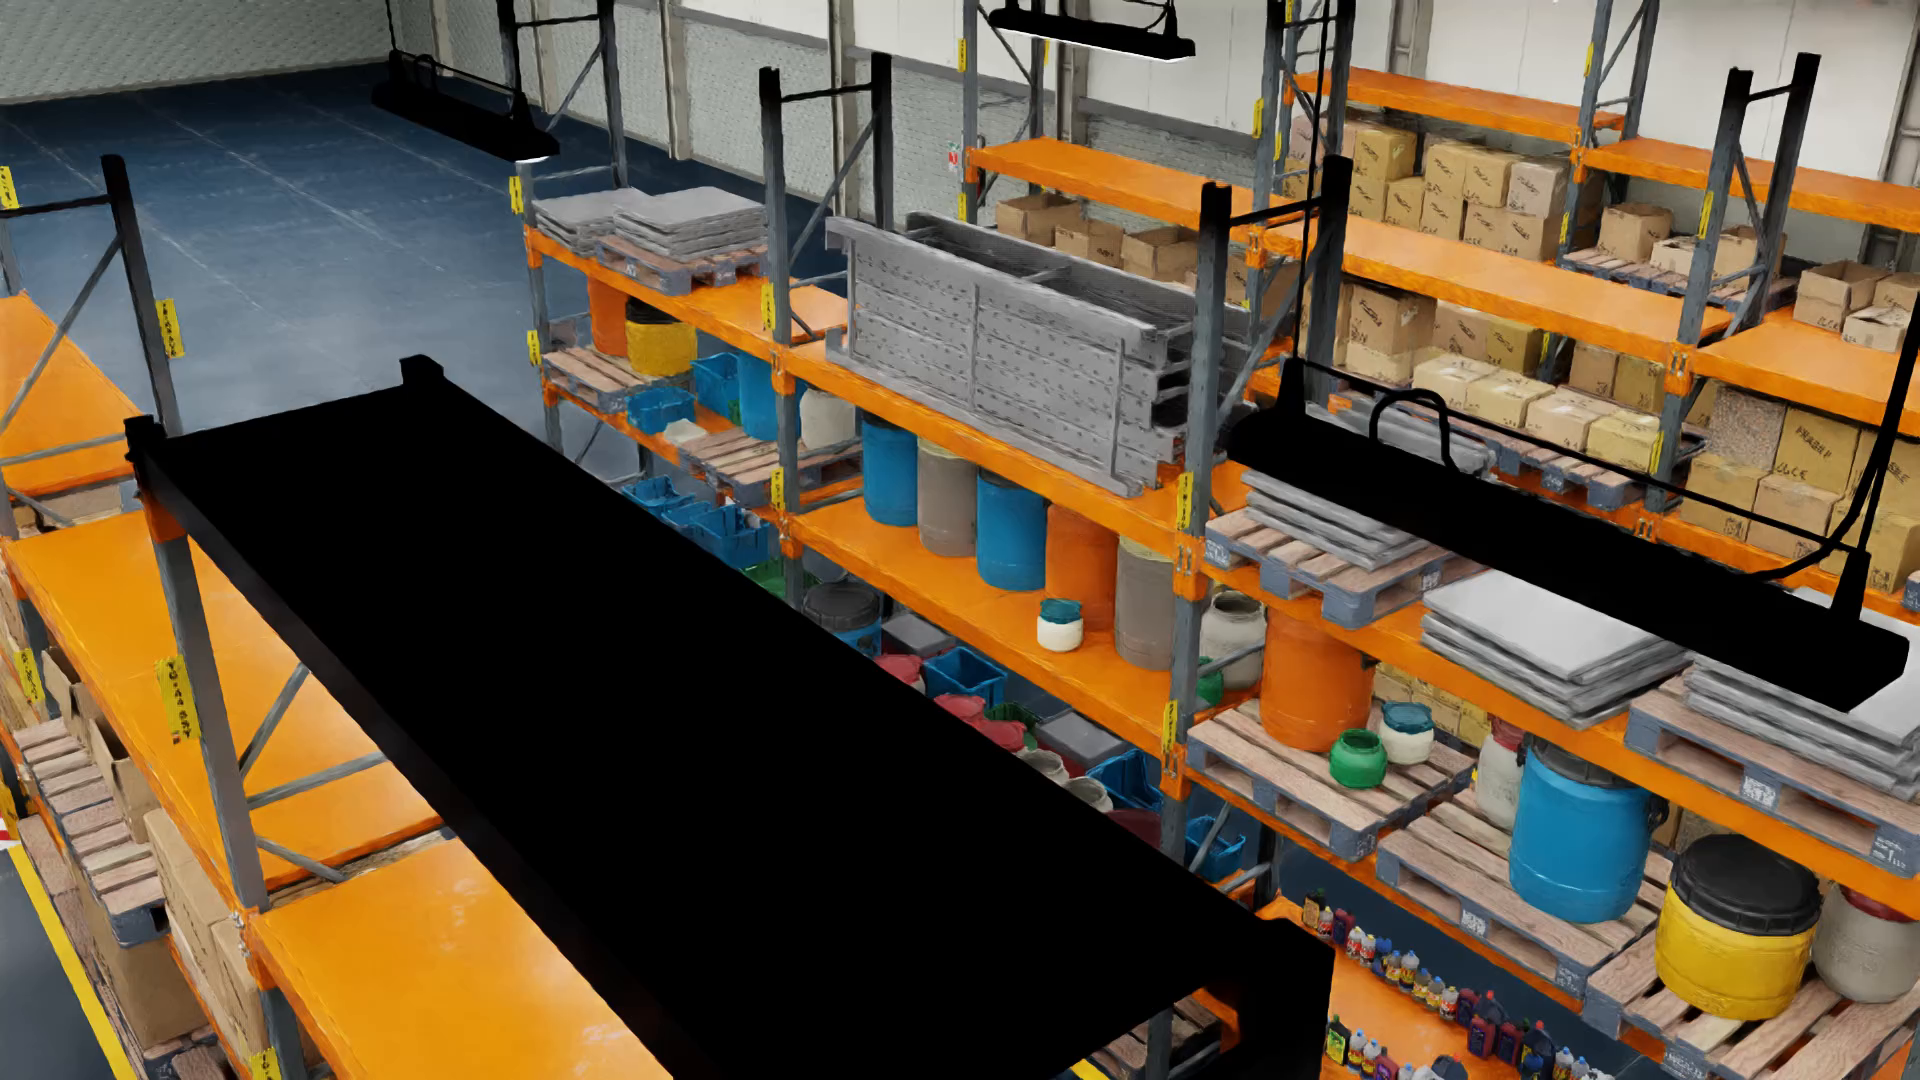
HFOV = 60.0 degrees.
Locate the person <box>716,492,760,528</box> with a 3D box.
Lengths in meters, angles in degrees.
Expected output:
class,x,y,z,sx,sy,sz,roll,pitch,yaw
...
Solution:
class,x,y,z,sx,sy,sz,roll,pitch,yaw
person,-2.315,-0.389,17.048,0.580,1.702,0.992,-20,32,-36
